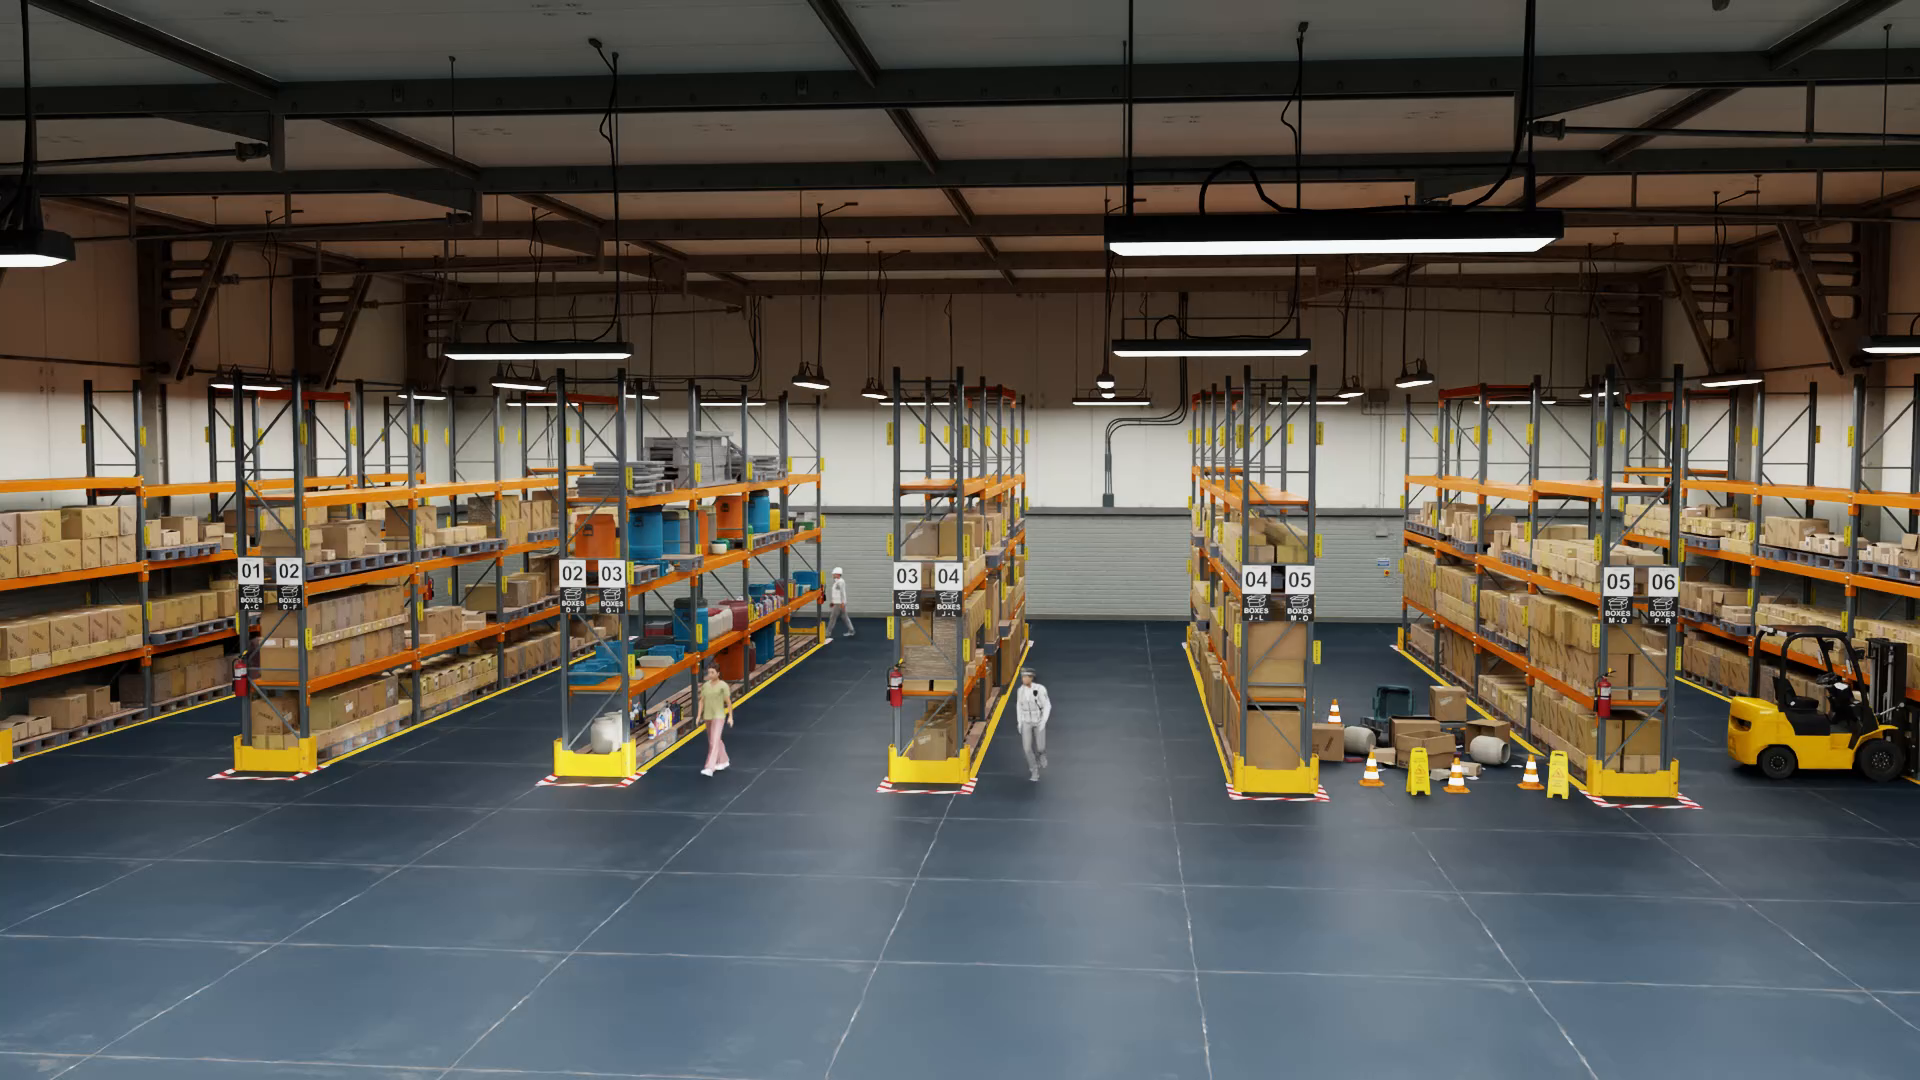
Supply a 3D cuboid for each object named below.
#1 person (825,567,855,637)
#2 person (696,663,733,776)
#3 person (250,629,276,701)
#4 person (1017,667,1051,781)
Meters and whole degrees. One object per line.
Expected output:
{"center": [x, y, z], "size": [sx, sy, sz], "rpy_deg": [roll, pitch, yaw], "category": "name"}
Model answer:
{"center": [-3.080, 1.554, 41.444], "size": [0.914, 1.744, 0.554], "rpy_deg": [0, 4, -5], "category": "person"}
{"center": [-3.689, 2.643, 24.649], "size": [0.470, 1.633, 0.937], "rpy_deg": [2, 4, 30], "category": "person"}
{"center": [-12.041, 2.349, 28.805], "size": [0.595, 1.794, 0.775], "rpy_deg": [-1, 4, -15], "category": "person"}
{"center": [1.085, 2.674, 24.382], "size": [0.549, 1.647, 0.575], "rpy_deg": [1, 4, 19], "category": "person"}
